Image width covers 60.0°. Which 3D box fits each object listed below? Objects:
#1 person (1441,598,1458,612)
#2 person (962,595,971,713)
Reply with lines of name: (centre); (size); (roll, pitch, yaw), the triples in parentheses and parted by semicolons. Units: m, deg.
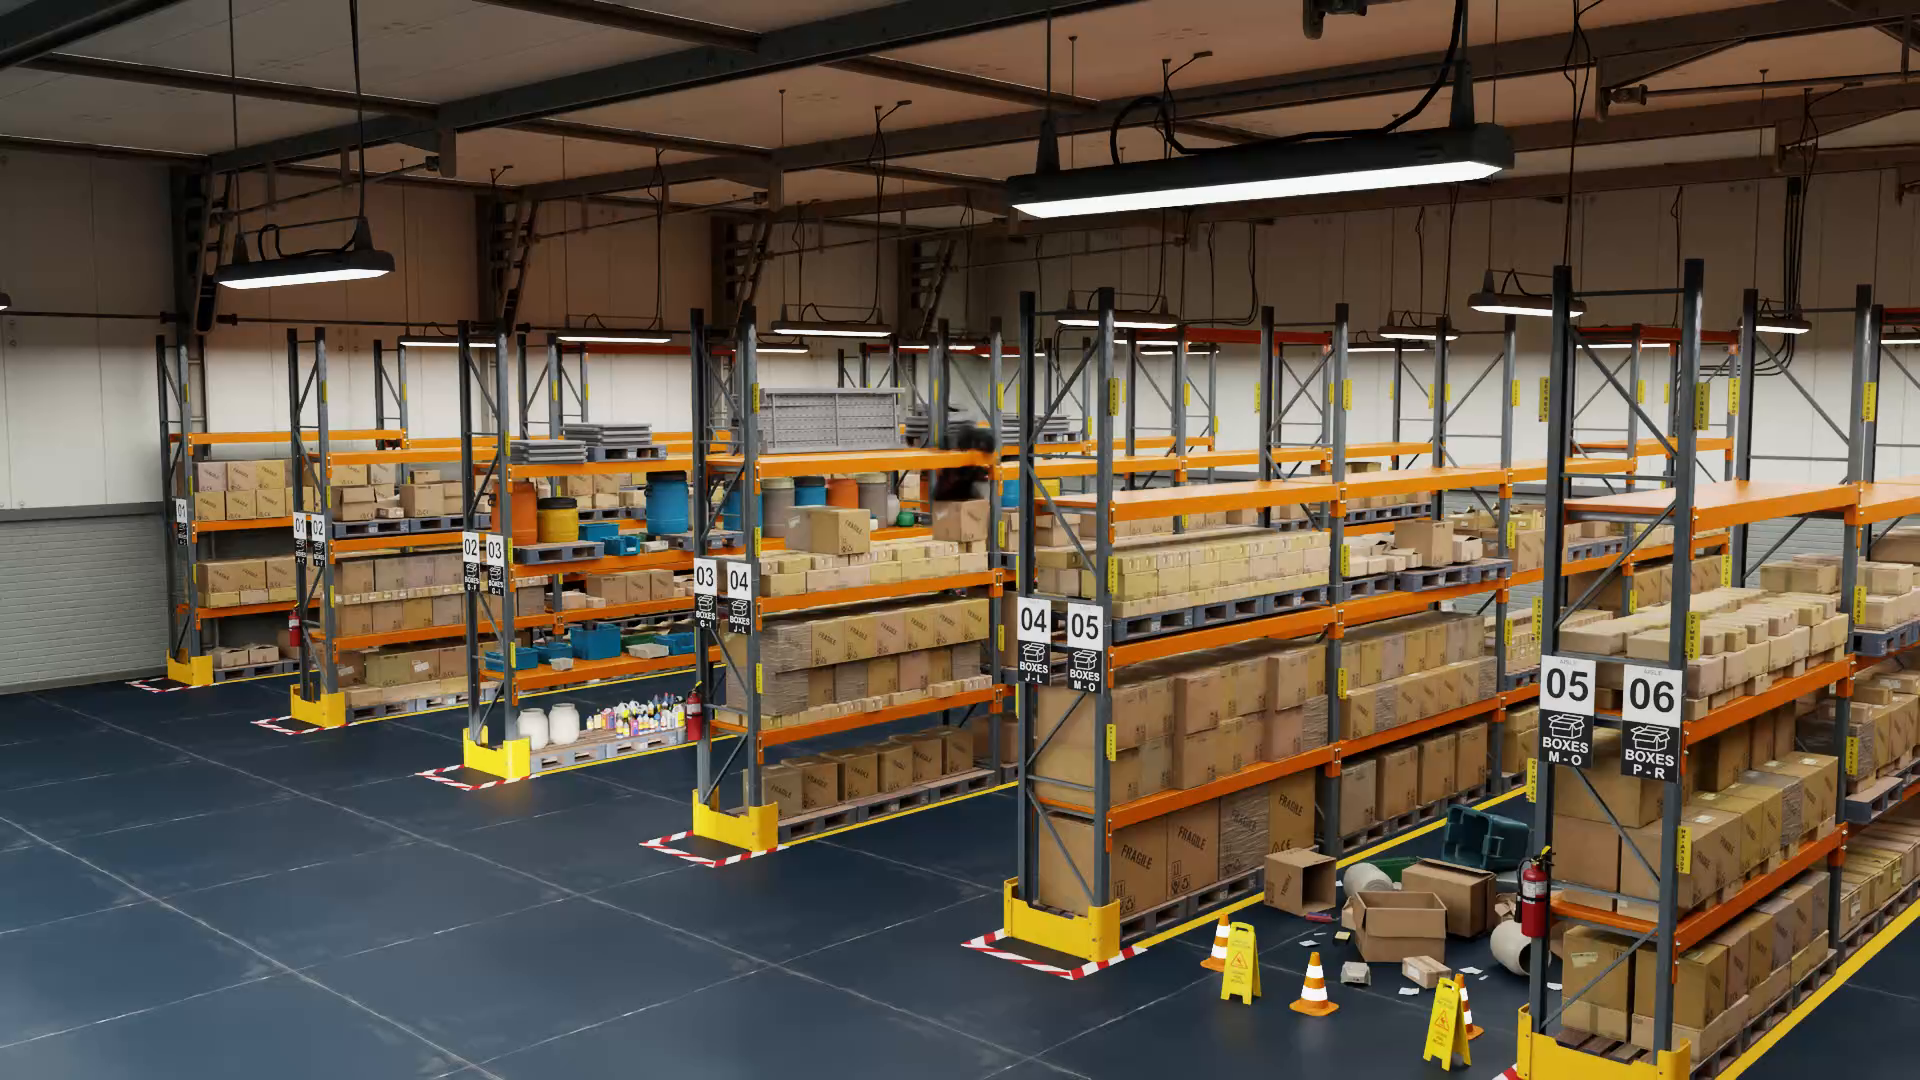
person: (9.086, 1.358, 31.477); (0.688, 1.749, 0.621); (-3, 6, -28)
person: (0.070, 1.720, 25.479); (0.689, 1.777, 0.834); (3, 6, 33)
